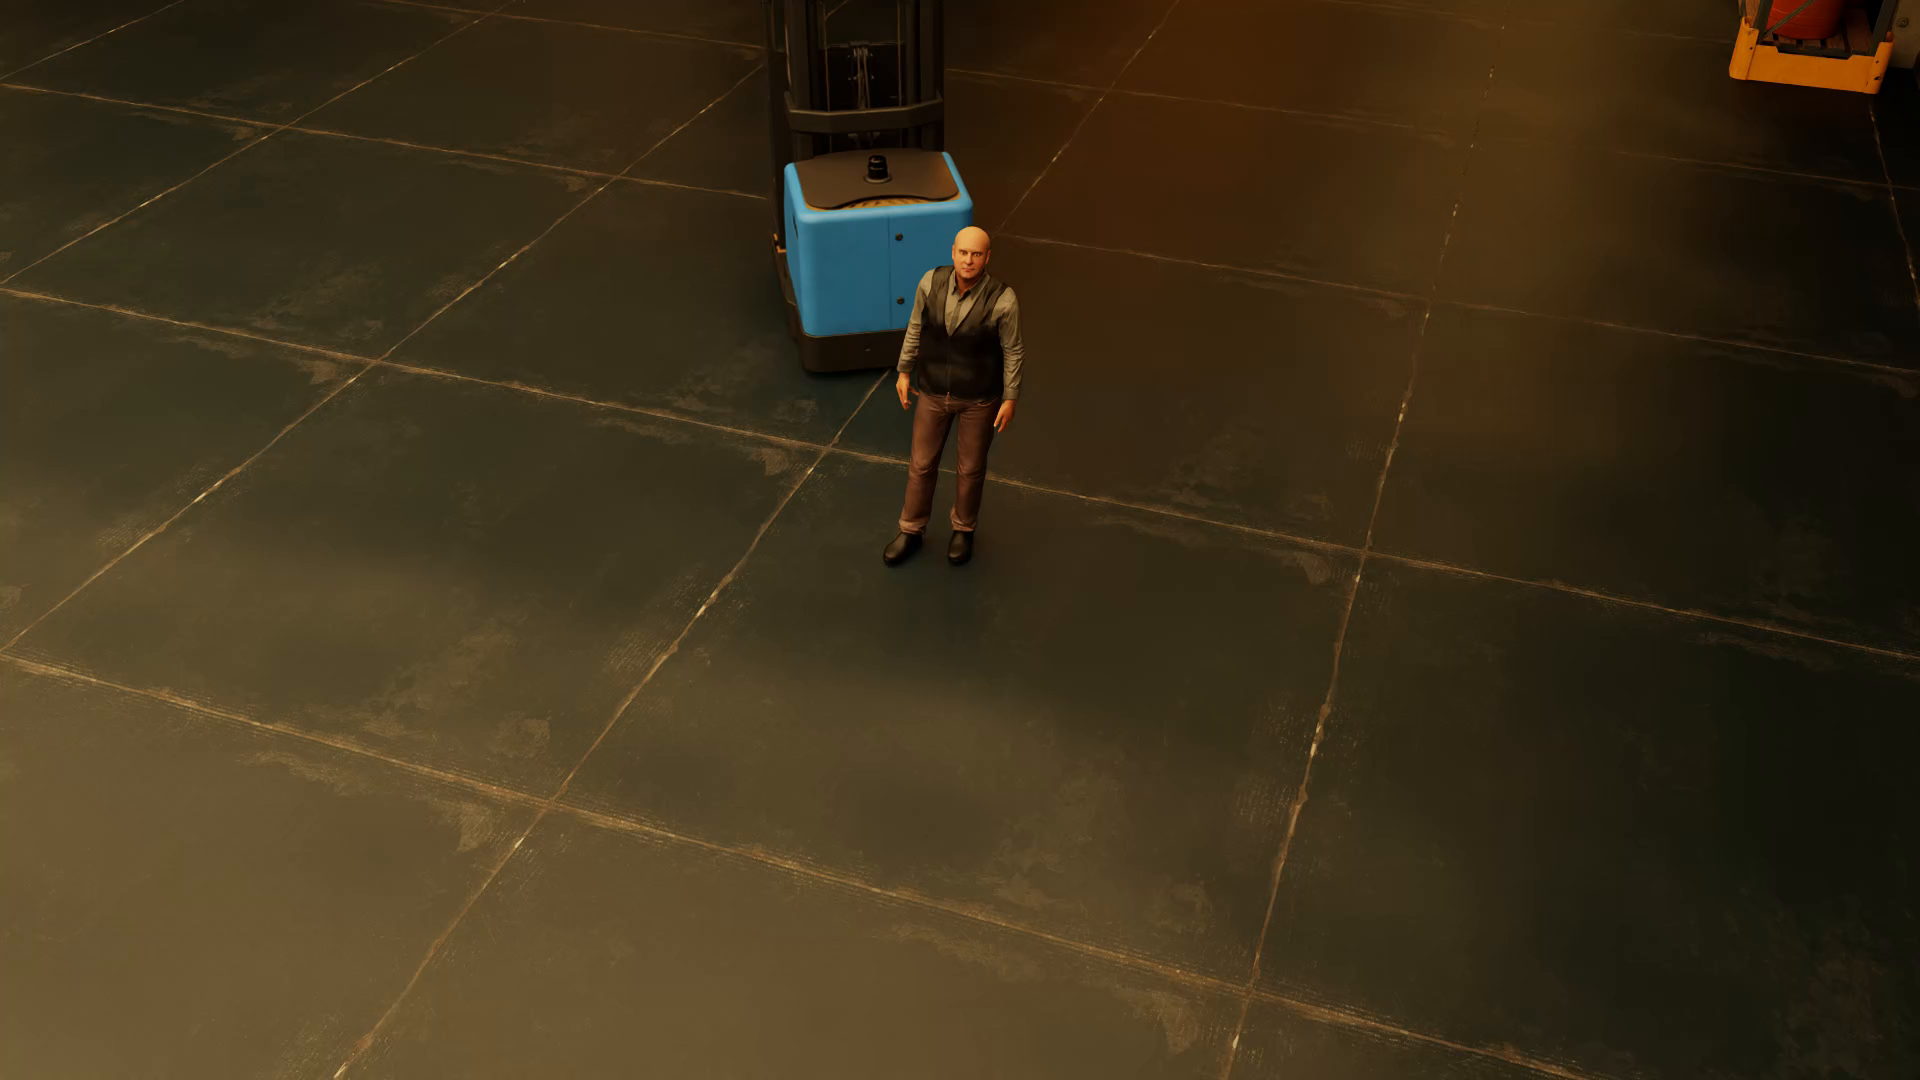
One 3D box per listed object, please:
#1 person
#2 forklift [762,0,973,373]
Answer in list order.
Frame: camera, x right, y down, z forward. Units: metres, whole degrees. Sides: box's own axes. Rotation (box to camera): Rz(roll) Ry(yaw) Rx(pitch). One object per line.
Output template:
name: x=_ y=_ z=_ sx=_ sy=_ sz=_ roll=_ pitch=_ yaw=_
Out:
person: x=-0.028 y=-0.675 z=8.097 sx=0.633 sy=1.722 sz=0.566 roll=12 pitch=37 yaw=16
forklift: x=-0.688 y=-3.043 z=10.403 sx=1.130 sy=2.935 sz=3.031 roll=-6 pitch=36 yaw=-9
